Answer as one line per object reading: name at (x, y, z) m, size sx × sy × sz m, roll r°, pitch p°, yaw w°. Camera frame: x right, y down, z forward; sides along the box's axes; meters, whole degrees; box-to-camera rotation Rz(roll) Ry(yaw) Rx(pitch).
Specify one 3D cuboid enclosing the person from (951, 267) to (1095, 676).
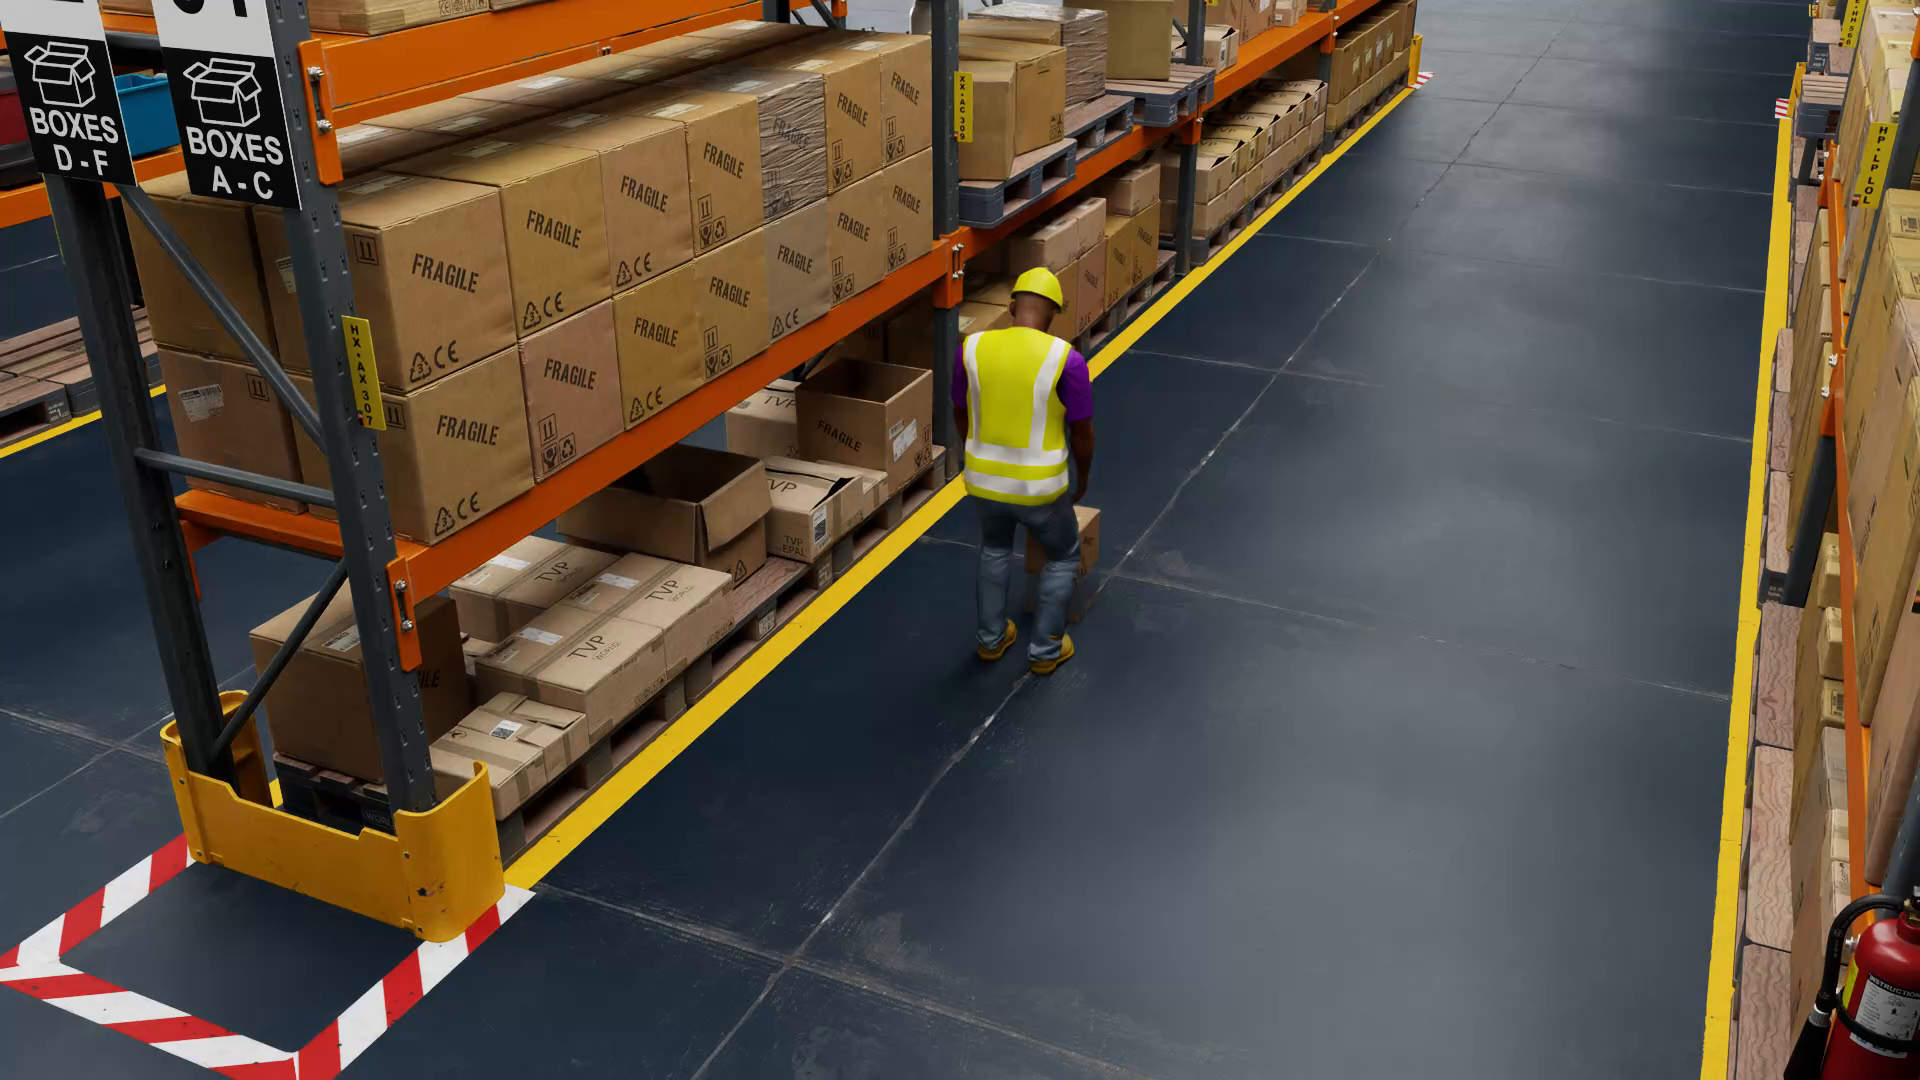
person at (0.247, -0.269, 6.772) m, size 0.610 × 1.651 × 0.554 m, roll 12°, pitch 28°, yaw 23°
